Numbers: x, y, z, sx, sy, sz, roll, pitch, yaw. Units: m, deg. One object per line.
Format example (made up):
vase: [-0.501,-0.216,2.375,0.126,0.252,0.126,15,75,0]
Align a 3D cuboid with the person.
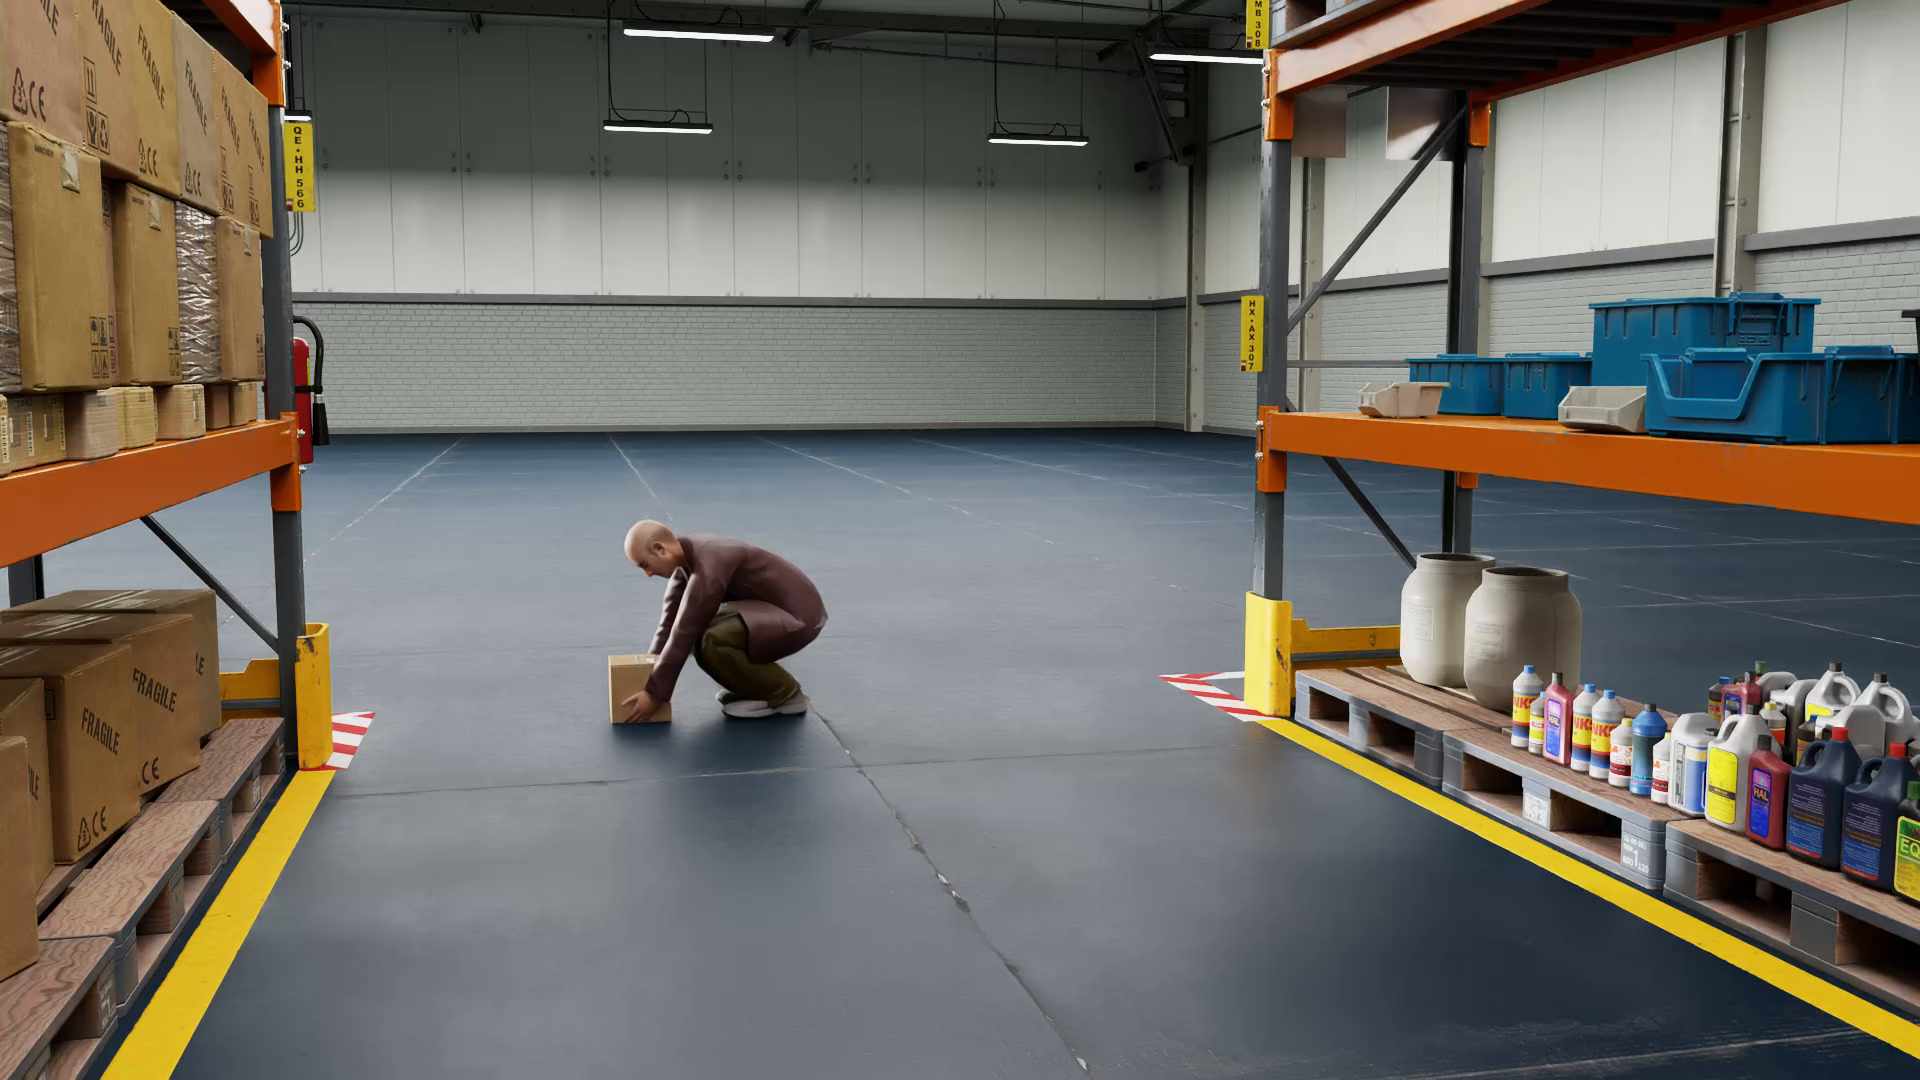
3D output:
person: [-1.023,0.357,7.197,0.909,0.855,0.595,-1,6,-14]
